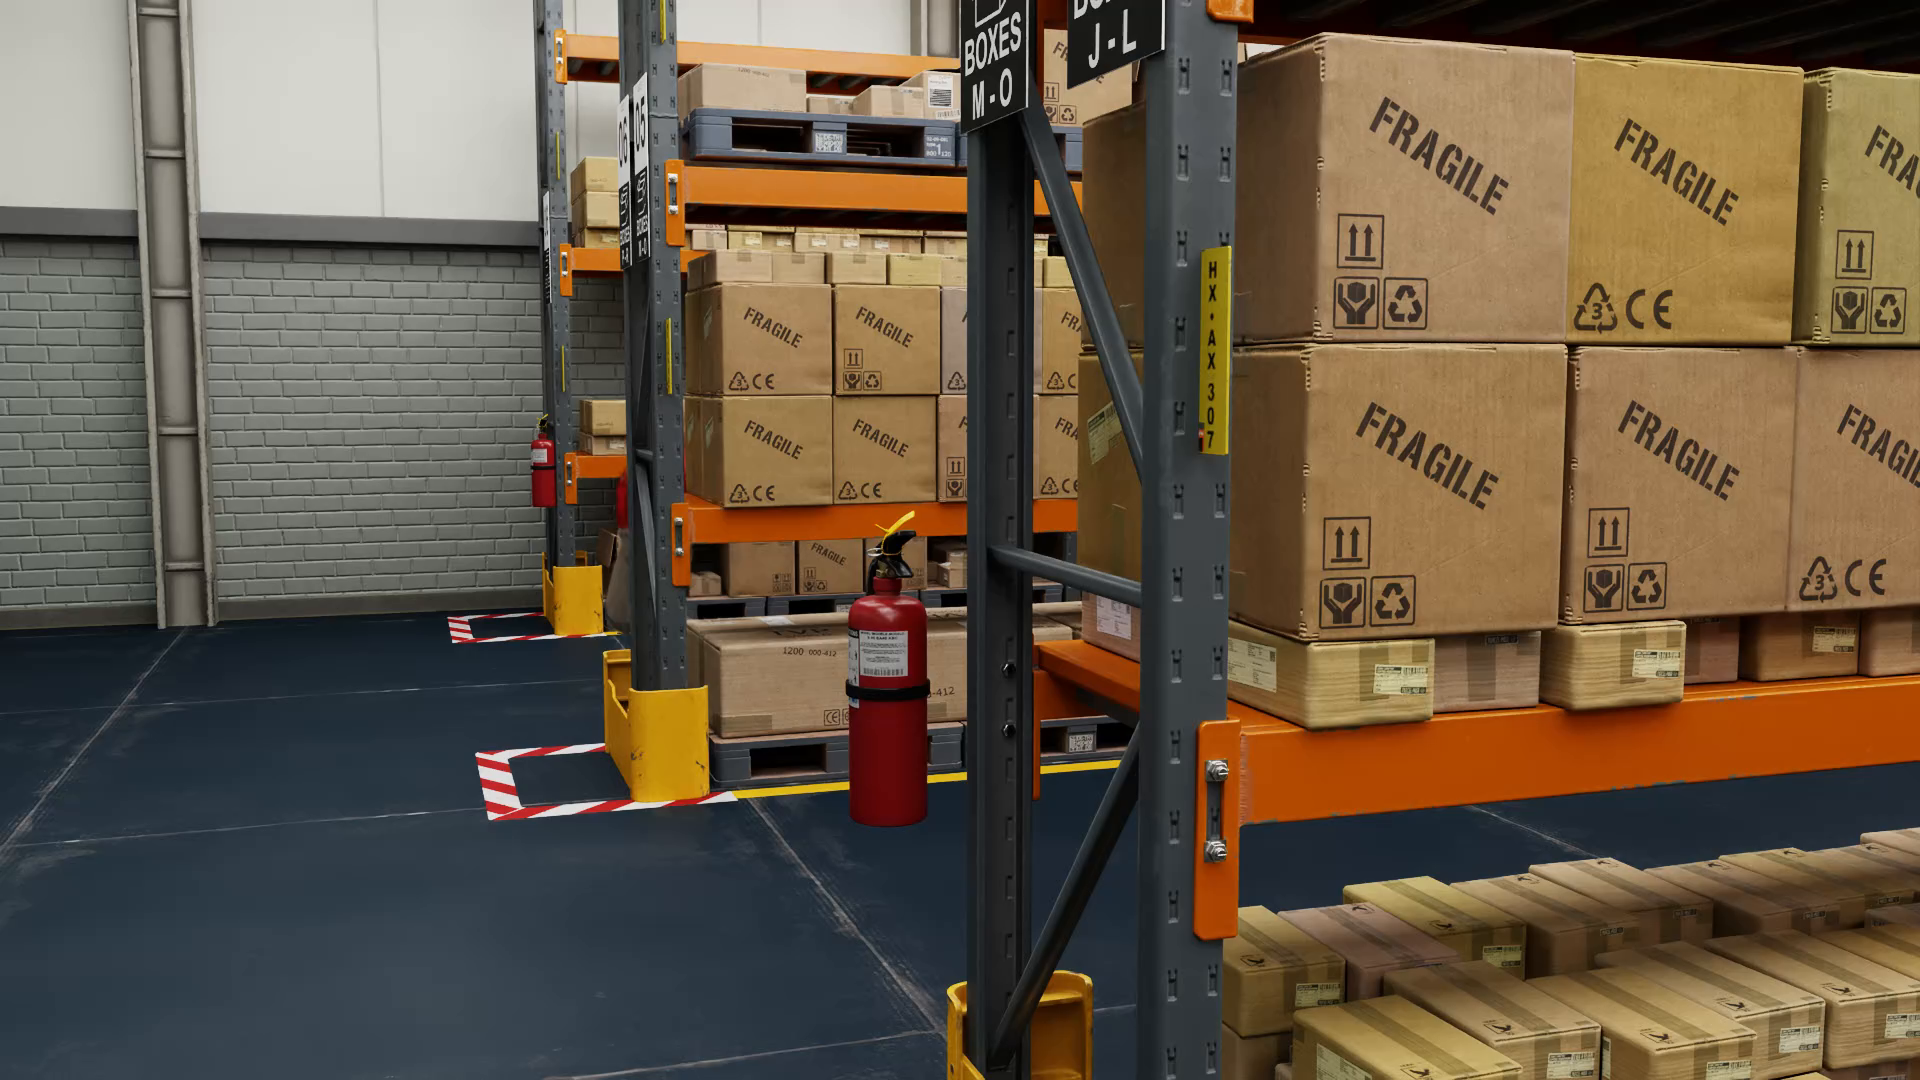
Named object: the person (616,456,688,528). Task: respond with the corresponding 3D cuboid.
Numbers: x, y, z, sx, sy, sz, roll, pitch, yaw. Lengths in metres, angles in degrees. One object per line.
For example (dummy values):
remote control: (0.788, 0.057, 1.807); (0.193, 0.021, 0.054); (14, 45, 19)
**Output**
person: (-1.778, -0.262, 9.469); (0.340, 1.035, 0.538); (-5, 7, -39)
